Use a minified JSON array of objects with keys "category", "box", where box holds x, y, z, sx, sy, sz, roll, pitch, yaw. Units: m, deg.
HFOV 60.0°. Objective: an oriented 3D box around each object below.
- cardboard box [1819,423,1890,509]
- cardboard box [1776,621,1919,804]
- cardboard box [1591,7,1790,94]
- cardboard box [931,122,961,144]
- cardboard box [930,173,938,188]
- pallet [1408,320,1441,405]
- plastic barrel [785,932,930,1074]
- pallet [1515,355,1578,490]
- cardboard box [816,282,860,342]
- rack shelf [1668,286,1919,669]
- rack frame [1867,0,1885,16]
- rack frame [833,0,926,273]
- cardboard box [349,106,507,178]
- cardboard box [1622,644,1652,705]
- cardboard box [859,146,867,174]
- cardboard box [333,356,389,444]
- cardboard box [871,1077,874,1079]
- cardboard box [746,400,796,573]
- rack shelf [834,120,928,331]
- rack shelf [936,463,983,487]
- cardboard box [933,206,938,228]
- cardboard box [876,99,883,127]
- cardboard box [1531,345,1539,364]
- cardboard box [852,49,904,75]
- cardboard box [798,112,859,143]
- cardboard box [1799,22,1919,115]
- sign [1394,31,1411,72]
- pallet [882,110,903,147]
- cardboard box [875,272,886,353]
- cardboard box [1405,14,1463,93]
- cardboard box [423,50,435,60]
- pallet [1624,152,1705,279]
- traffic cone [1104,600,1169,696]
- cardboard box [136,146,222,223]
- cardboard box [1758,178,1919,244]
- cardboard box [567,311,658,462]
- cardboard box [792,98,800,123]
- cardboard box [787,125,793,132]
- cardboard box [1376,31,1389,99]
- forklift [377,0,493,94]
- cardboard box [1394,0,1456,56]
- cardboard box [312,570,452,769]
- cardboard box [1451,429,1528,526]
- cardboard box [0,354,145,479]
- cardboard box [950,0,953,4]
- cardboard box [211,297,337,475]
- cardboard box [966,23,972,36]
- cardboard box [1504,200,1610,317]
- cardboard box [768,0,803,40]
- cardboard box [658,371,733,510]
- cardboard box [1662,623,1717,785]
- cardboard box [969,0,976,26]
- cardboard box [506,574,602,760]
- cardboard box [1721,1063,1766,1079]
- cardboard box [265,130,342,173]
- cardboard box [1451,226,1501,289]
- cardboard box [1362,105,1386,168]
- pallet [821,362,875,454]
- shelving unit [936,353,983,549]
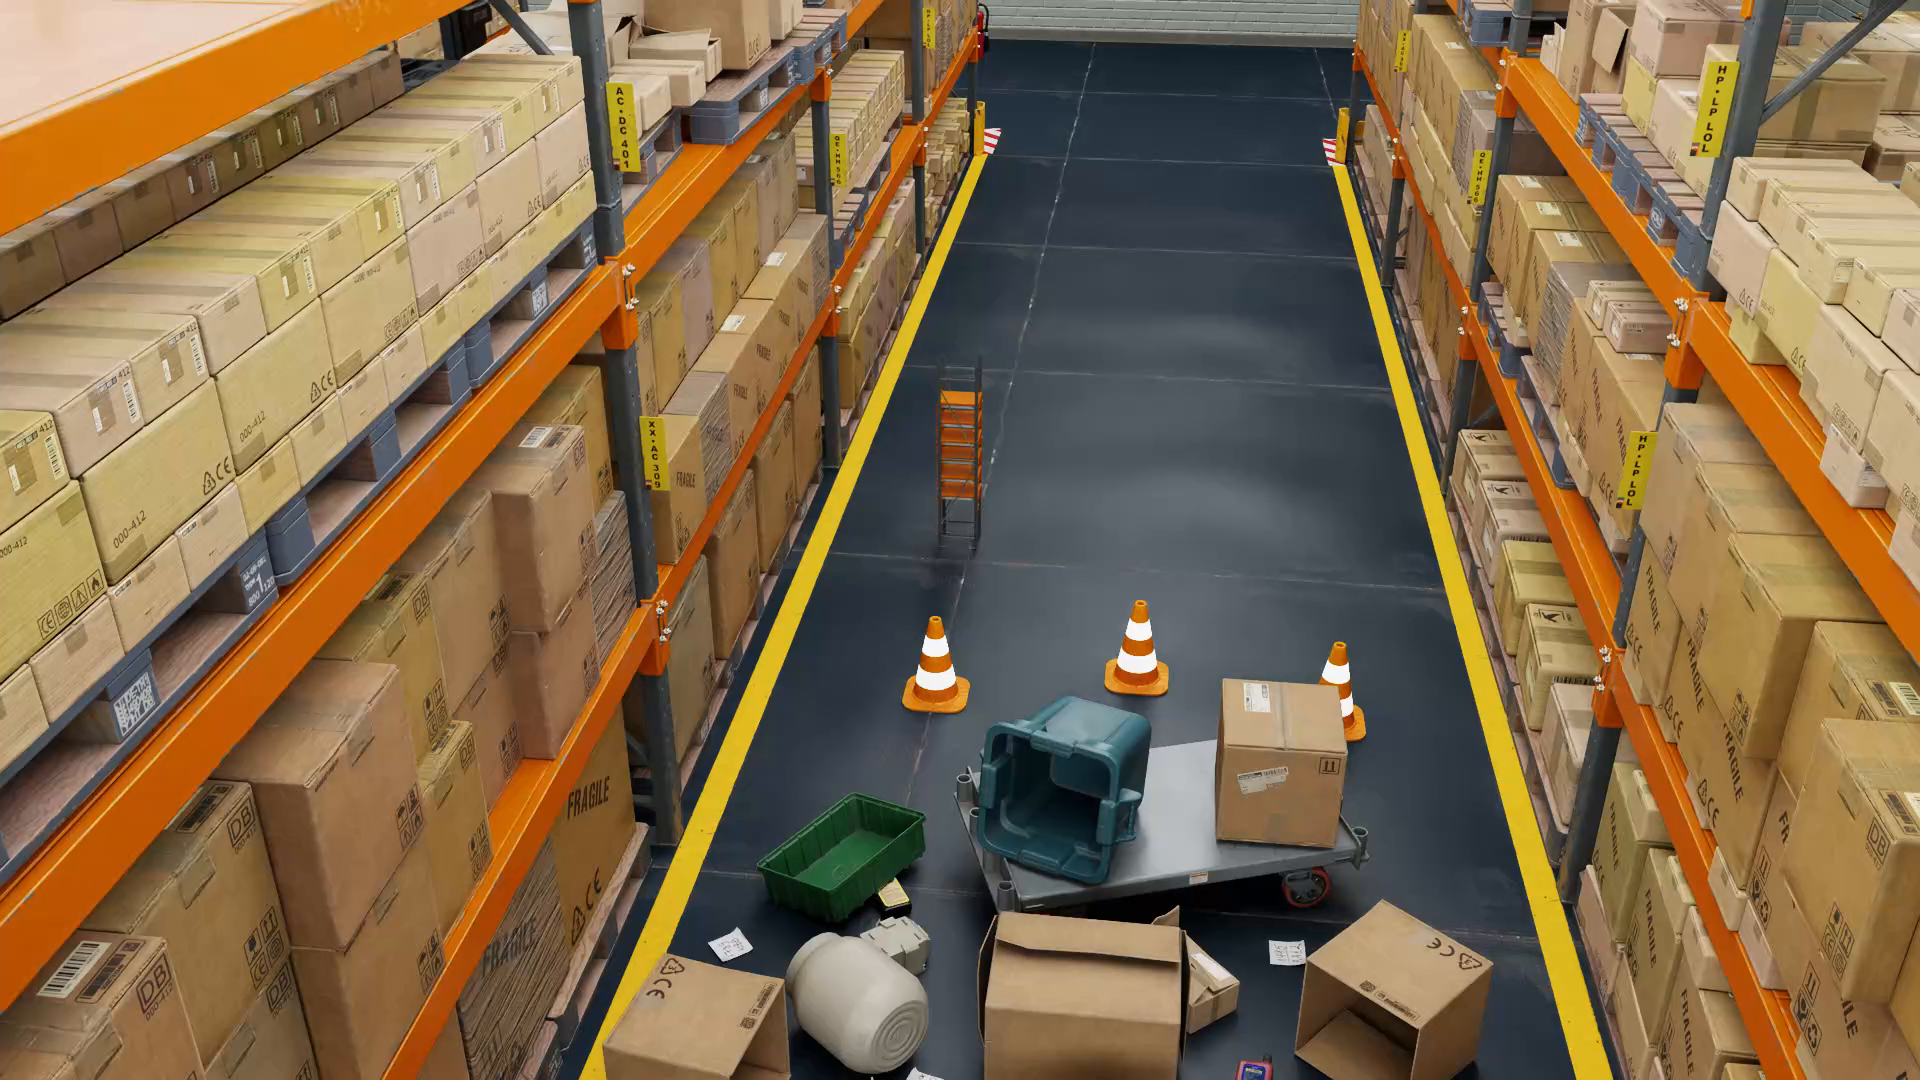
[{"category":"cardboard box","box":[2.611,-0.199,4.560,0.380,0.149,0.250,3,28,5]},{"category":"cardboard box","box":[2.722,0.580,4.537,0.700,0.500,0.500,3,28,6]},{"category":"cardboard box","box":[3.469,-2.253,7.998,0.797,0.503,0.637,3,28,6]},{"category":"cardboard box","box":[-0.196,-4.048,16.537,0.380,0.149,0.250,4,29,8]},{"category":"cardboard box","box":[-0.416,-3.438,15.719,0.380,0.149,0.250,5,29,9]},{"category":"pallet","box":[3.951,-1.318,12.474,1.003,0.211,1.213,3,28,6]},{"category":"plastic barrel","box":[-0.404,1.794,6.474,0.421,0.421,0.512,-24,36,-37]},{"category":"pallet","box":[3.426,-0.588,8.381,1.003,0.211,1.213,3,28,6]},{"category":"cardboard box","box":[-0.972,-1.572,11.407,0.500,0.250,0.500,2,28,4]},{"category":"rack shelf","box":[2.893,0.214,4.286,1.077,0.370,4.000,3,28,6]},{"category":"rack frame","box":[9.535,-5.086,16.527,1.000,3.000,0.127,3,28,6]},{"category":"rack frame","box":[-0.807,-3.729,14.010,1.000,3.000,0.127,3,28,6]},{"category":"cardboard box","box":[-1.609,-1.208,5.043,0.380,0.149,0.250,4,29,7]},{"category":"cardboard box","box":[2.781,0.517,6.393,0.380,0.149,0.250,3,28,6]},{"category":"cardboard box","box":[-0.881,-2.744,12.003,0.380,0.149,0.250,4,29,7]},{"category":"cardboard box","box":[-1.732,-0.376,4.340,0.380,0.149,0.250,4,29,7]},{"category":"cardboard box","box":[-0.170,2.156,5.968,0.396,0.266,0.258,8,29,15]},{"category":"cardboard box","box":[-1.565,-0.348,9.662,1.050,0.750,0.750,4,29,7]},{"category":"rack shelf","box":[-1.052,-2.471,12.433,1.077,0.370,4.000,3,28,6]},{"category":"rack shelf","box":[-0.002,-0.377,10.031,0.258,0.103,0.180,3,28,6]},{"category":"cardboard box","box":[-0.411,-2.937,15.102,0.380,0.149,0.250,4,29,8]},{"category":"cardboard box","box":[-0.786,-3.244,12.617,0.380,0.149,0.250,2,28,4]},{"category":"cardboard box","box":[3.250,-1.035,8.831,0.380,0.149,0.250,5,29,9]},{"category":"cardboard box","box":[-0.662,-3.865,13.457,0.380,0.149,0.250,5,29,9]},{"category":"cardboard box","box":[-0.919,-2.883,11.634,0.380,0.149,0.250,5,29,9]},{"category":"cardboard box","box":[3.658,-1.870,6.584,0.500,0.250,0.500,3,28,5]},{"category":"sign","box":[3.567,-3.937,13.399,0.100,0.325,0.005,3,28,6]},{"category":"pallet","box":[-1.045,-3.294,13.403,1.003,0.211,1.213,3,28,6]},{"category":"cardboard box","box":[-0.841,-1.728,12.487,0.500,0.500,0.500,3,28,5]},{"category":"cardboard box","box":[3.779,-3.783,12.950,0.500,0.500,0.500,4,29,7]},{"category":"cardboard box","box":[-5.225,-4.567,15.829,0.380,0.149,0.250,3,28,5]},{"category":"pallet","box":[3.319,-1.246,6.435,1.213,0.211,1.003,3,28,6]},{"category":"traffic cone","box":[0.943,0.534,8.772,0.336,0.463,0.334,3,28,6]},{"category":"cardboard box","box":[-2.324,-1.003,4.662,0.380,0.149,0.250,3,28,6]},{"category":"cardboard box","box":[2.772,-1.031,5.263,0.380,0.149,0.250,4,29,8]},{"category":"cardboard box","box":[-1.732,-0.682,7.194,0.700,0.500,0.500,3,28,5]},{"category":"cardboard box","box":[-1.435,-3.283,12.689,0.380,0.149,0.250,4,29,8]},{"category":"cardboard box","box":[-1.466,-3.030,12.534,0.380,0.149,0.250,3,28,5]},{"category":"cardboard box","box":[4.026,-4.247,14.864,0.500,0.500,0.500,3,28,5]},{"category":"forklift","box":[-3.717,-2.109,11.075,1.130,2.935,3.031,6,29,12]},{"category":"cardboard box","box":[3.902,-4.212,13.746,0.500,0.500,0.500,3,28,6]},{"category":"cardboard box","box":[-2.078,0.428,4.996,0.875,0.550,0.500,3,28,6]},{"category":"cardboard box","box":[3.549,-0.369,10.100,0.950,0.372,0.625,1,28,3]},{"category":"cardboard box","box":[-1.858,-0.248,3.261,0.380,0.149,0.250,3,28,5]},{"category":"cardboard box","box":[-0.305,-5.265,15.386,0.500,0.500,0.500,2,28,4]},{"category":"cardboard box","box":[-1.841,-0.384,3.934,0.500,0.250,0.500,3,28,6]},{"category":"cardboard box","box":[-0.076,-5.332,17.249,0.380,0.149,0.250,3,28,6]},{"category":"cardboard box","box":[3.286,-1.522,9.051,0.500,0.500,0.500,5,29,9]},{"category":"cardboard box","box":[-1.127,-2.847,8.756,0.500,0.311,0.500,3,28,6]},{"category":"cardboard box","box":[-1.395,-0.477,7.868,0.500,0.500,0.500,4,29,7]},{"category":"cardboard box","box":[2.769,0.530,5.685,0.500,0.500,0.500,3,28,6]},{"category":"cardboard box","box":[-0.117,-5.561,16.990,0.500,0.500,0.500,4,29,7]},{"category":"cardboard box","box":[-1.865,0.405,6.178,0.875,0.550,0.550,3,28,6]},{"category":"cardboard box","box":[2.617,1.979,5.079,0.500,0.500,0.500,3,28,5]},{"category":"cardboard box","box":[-2.185,-1.127,5.312,0.500,0.250,0.500,3,28,6]},{"category":"cardboard box","box":[3.432,-1.794,10.575,0.500,0.250,0.500,2,28,4]},{"category":"cardboard box","box":[4.627,-4.113,16.980,0.875,0.438,0.875,2,28,4]},{"category":"pallet","box":[-1.200,-0.987,11.859,1.003,0.211,1.213,3,28,6]},{"category":"shelving unit","box":[-0.002,-0.521,9.953,0.258,1.200,0.189,3,28,6]}]
